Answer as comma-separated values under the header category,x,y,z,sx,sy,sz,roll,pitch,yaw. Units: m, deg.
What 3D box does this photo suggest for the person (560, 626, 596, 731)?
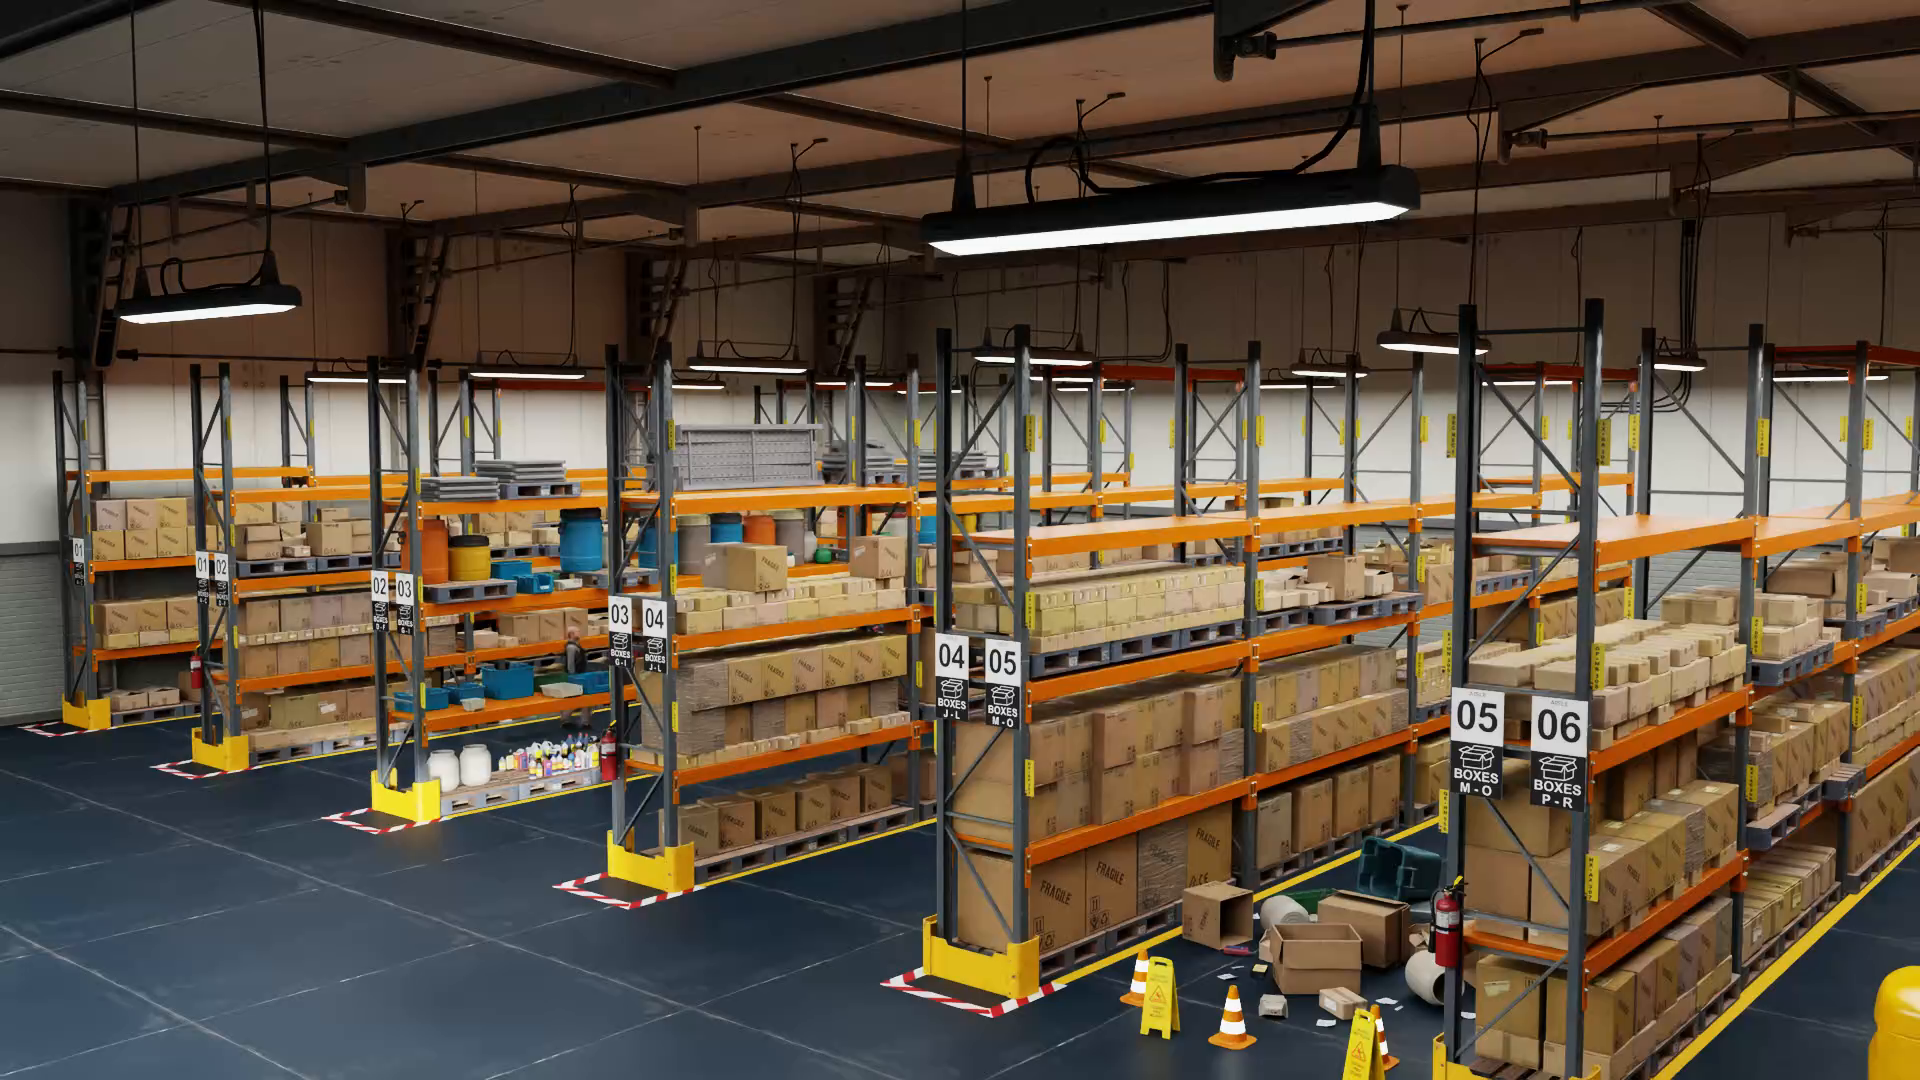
category,x,y,z,sx,sy,sz,roll,pitch,yaw
person,-6.386,2.333,27.767,0.581,1.792,0.530,-2,4,-23
